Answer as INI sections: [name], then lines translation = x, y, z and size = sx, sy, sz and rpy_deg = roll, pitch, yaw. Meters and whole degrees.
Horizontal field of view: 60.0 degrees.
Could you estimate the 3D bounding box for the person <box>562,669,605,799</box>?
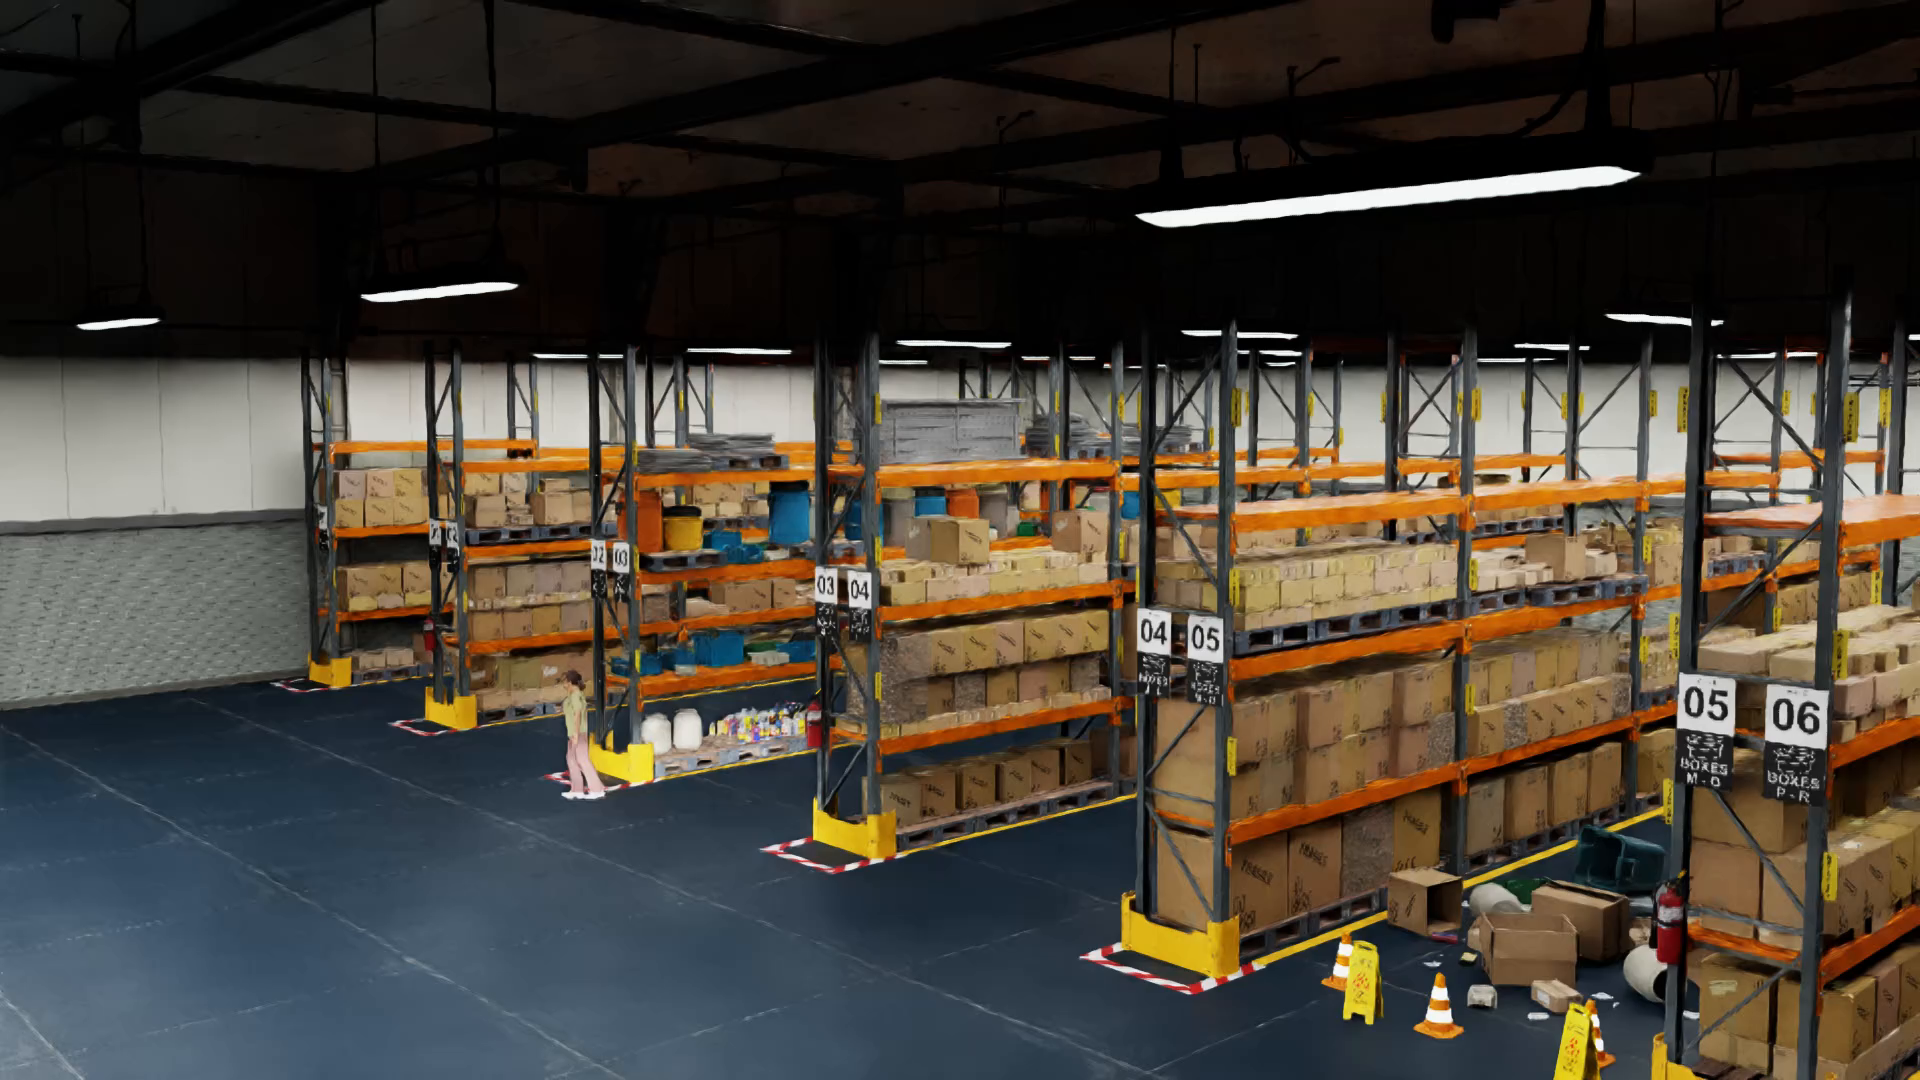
[person]
translation = -4.821, 2.478, 21.226
size = 0.568, 1.661, 0.498
rpy_deg = 0, 5, -5
